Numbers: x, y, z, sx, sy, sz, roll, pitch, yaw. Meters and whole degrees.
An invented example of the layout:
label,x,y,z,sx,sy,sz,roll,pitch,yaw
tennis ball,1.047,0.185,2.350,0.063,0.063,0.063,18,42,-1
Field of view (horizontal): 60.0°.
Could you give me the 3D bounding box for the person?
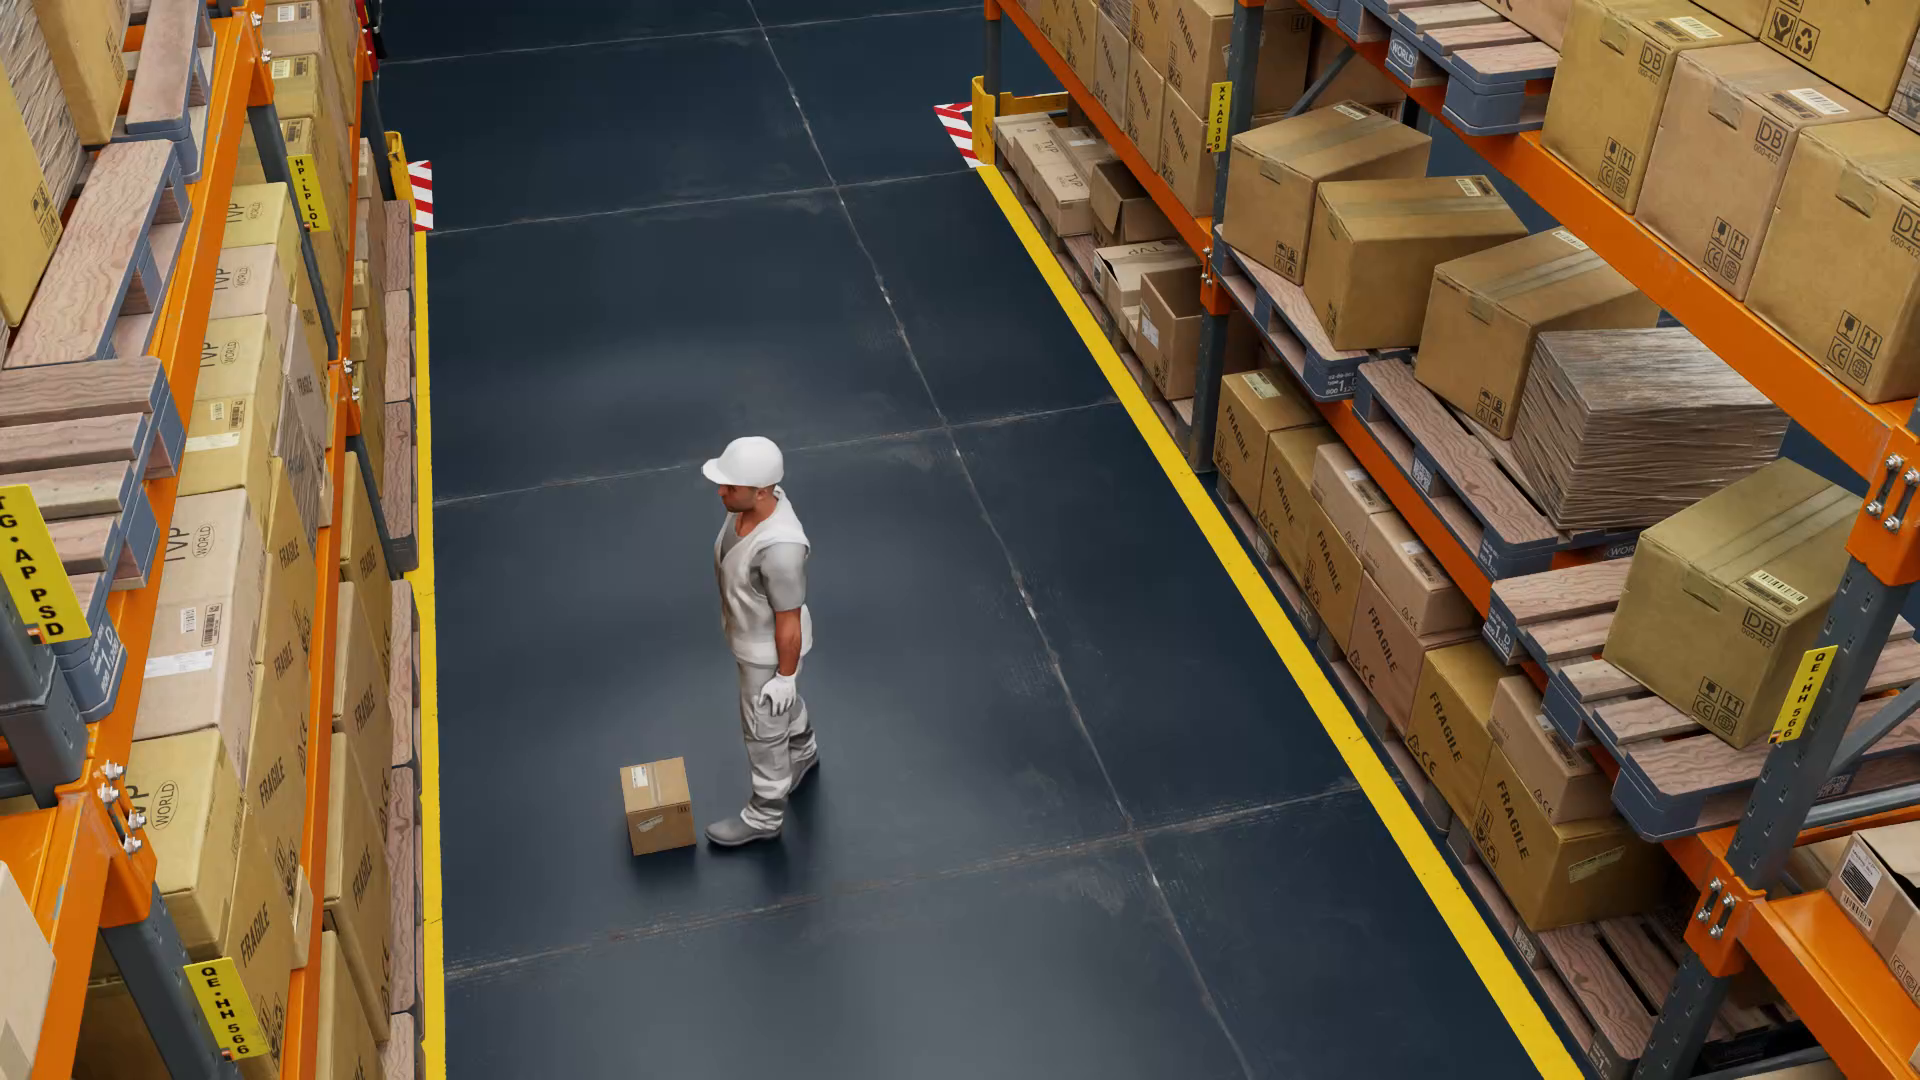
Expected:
label,x,y,z,sx,sy,sz,roll,pitch,yaw
person,-0.778,0.390,6.190,0.552,1.795,0.574,-13,40,-16
